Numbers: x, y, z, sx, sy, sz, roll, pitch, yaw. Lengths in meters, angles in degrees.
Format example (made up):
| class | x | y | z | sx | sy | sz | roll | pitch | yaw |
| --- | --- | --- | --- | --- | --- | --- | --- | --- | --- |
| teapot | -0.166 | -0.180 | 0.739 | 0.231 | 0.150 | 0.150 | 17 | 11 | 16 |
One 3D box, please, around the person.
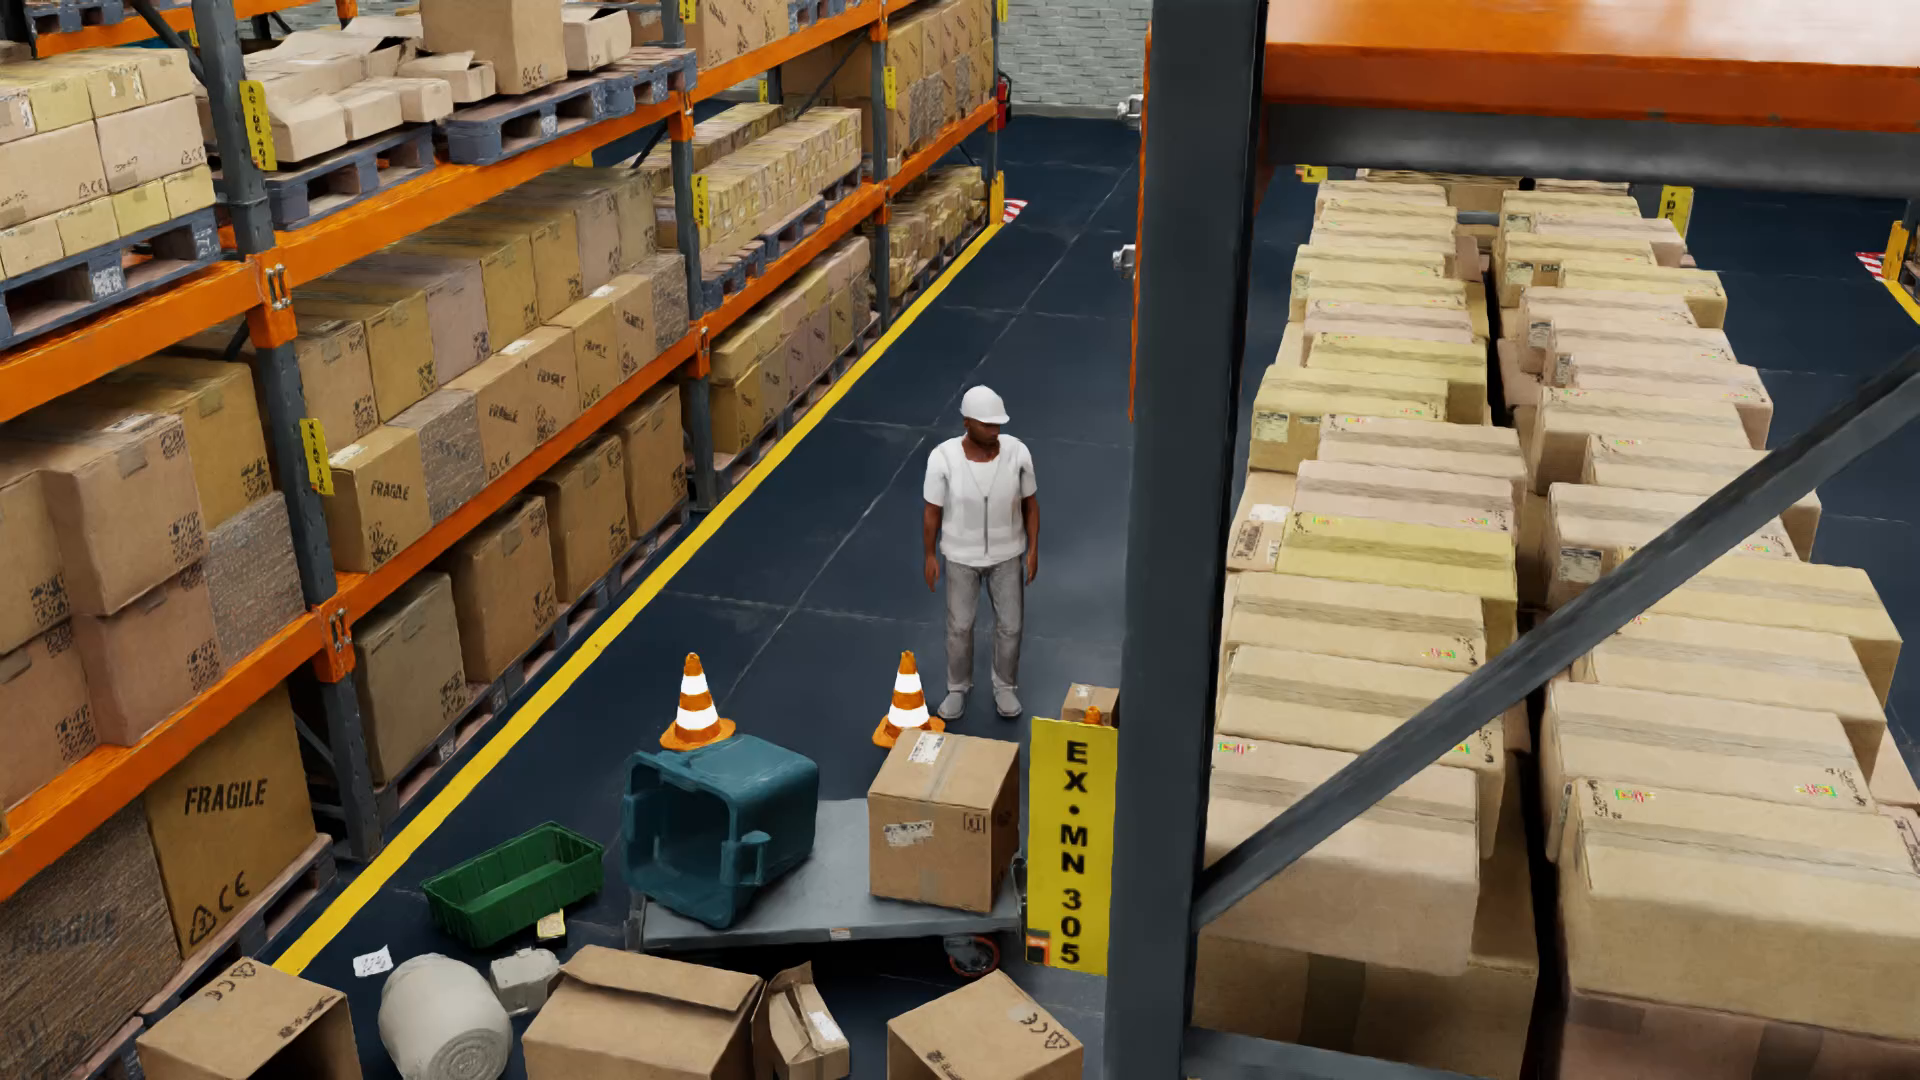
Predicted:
| class | x | y | z | sx | sy | sz | roll | pitch | yaw |
| --- | --- | --- | --- | --- | --- | --- | --- | --- | --- |
| person | 0.112 | 0.076 | 8.385 | 0.591 | 1.772 | 0.386 | -3 | 25 | -7 |
